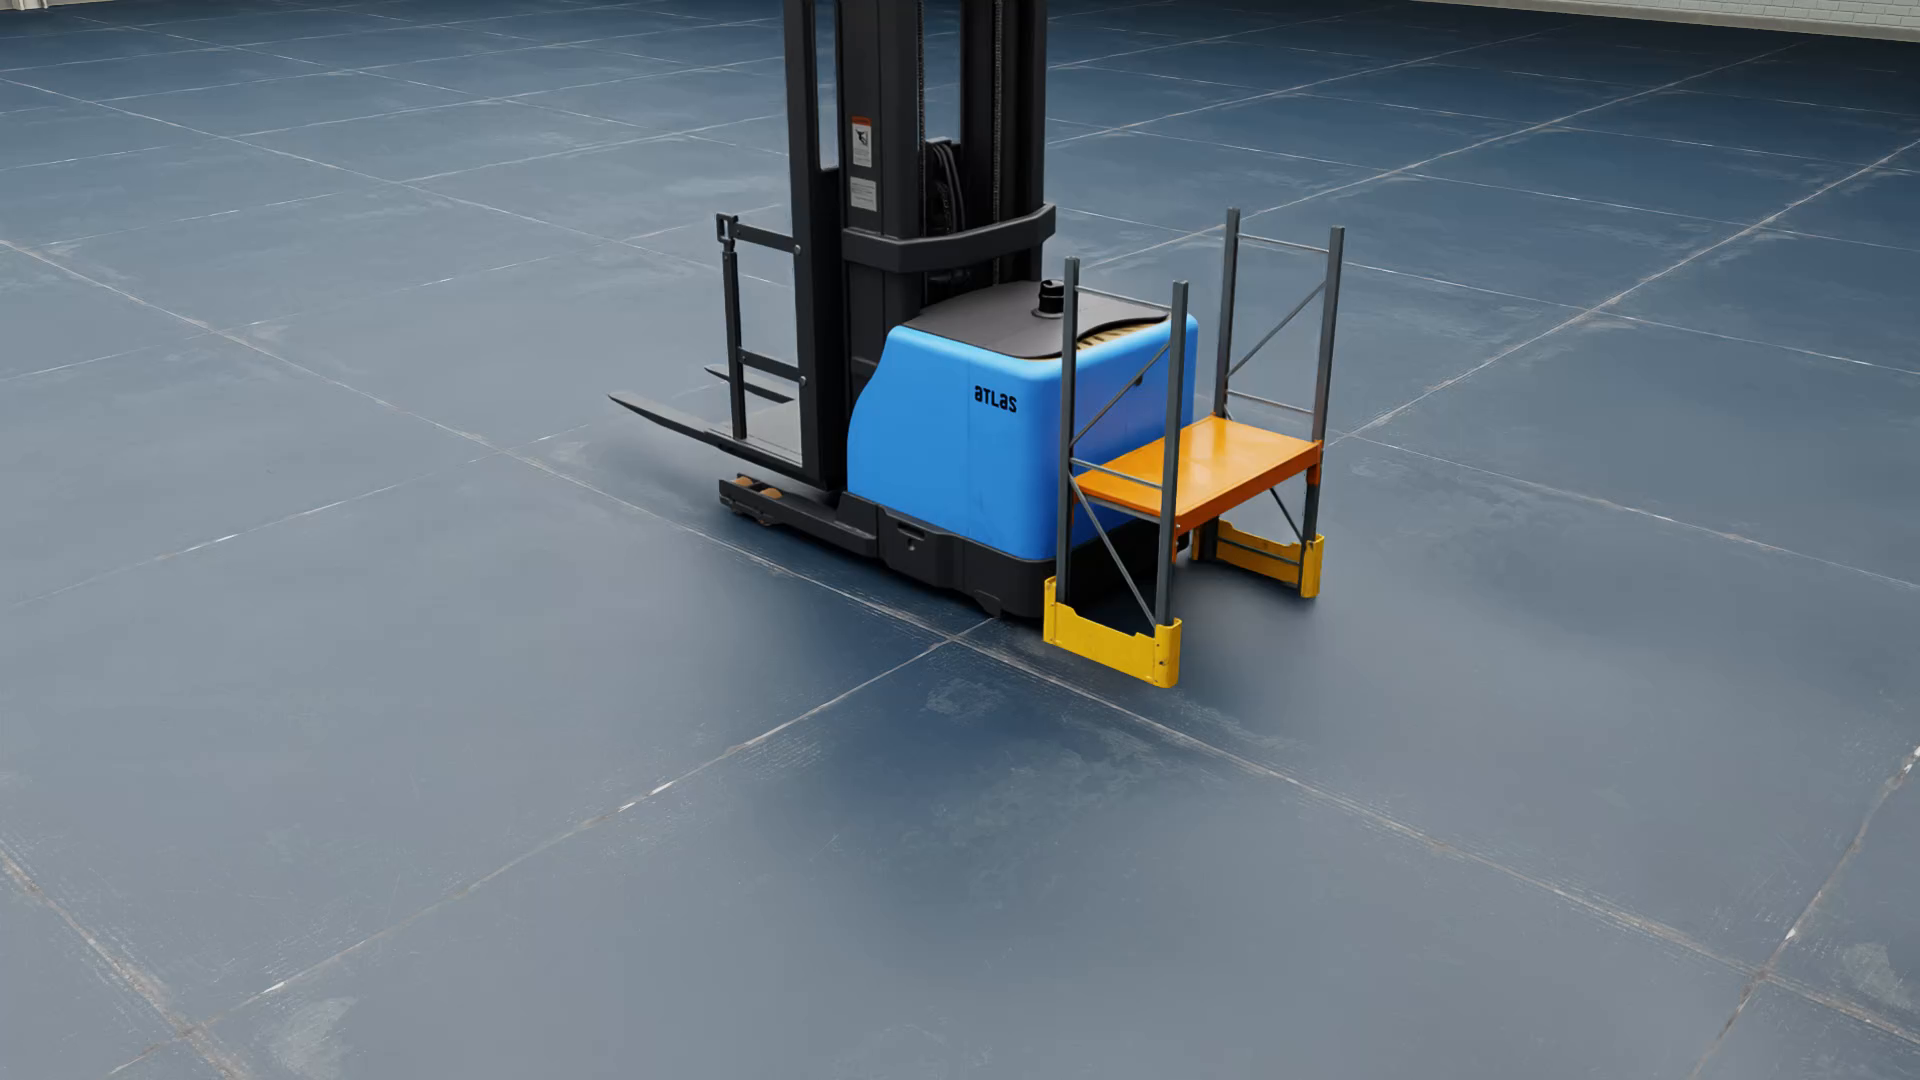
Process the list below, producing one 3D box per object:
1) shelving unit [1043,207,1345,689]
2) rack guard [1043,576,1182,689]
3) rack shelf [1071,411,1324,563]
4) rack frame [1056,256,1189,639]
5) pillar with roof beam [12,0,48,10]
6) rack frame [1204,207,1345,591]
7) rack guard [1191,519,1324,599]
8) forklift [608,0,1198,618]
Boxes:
[{"bbox_3d":[0.890,-0.384,6.274,0.587,1.500,1.083,20,31,37],"label":"shelving unit"},{"bbox_3d":[0.559,0.338,6.190,0.587,0.250,0.087,20,31,37],"label":"rack guard"},{"bbox_3d":[0.896,-0.223,6.353,0.538,0.185,1.000,20,31,37],"label":"rack shelf"},{"bbox_3d":[0.559,-0.232,5.933,0.500,1.500,0.032,20,31,37],"label":"rack frame"},{"bbox_3d":[-10.928,-11.017,20.822,9.100,9.000,0.400,20,31,38],"label":"pillar with roof beam"},{"bbox_3d":[1.234,-0.542,6.626,0.500,1.500,0.032,20,31,37],"label":"rack frame"},{"bbox_3d":[1.221,0.034,6.869,0.587,0.250,0.087,20,31,37],"label":"rack guard"},{"bbox_3d":[-0.443,-1.536,7.092,3.031,2.935,1.130,21,32,39],"label":"forklift"}]
